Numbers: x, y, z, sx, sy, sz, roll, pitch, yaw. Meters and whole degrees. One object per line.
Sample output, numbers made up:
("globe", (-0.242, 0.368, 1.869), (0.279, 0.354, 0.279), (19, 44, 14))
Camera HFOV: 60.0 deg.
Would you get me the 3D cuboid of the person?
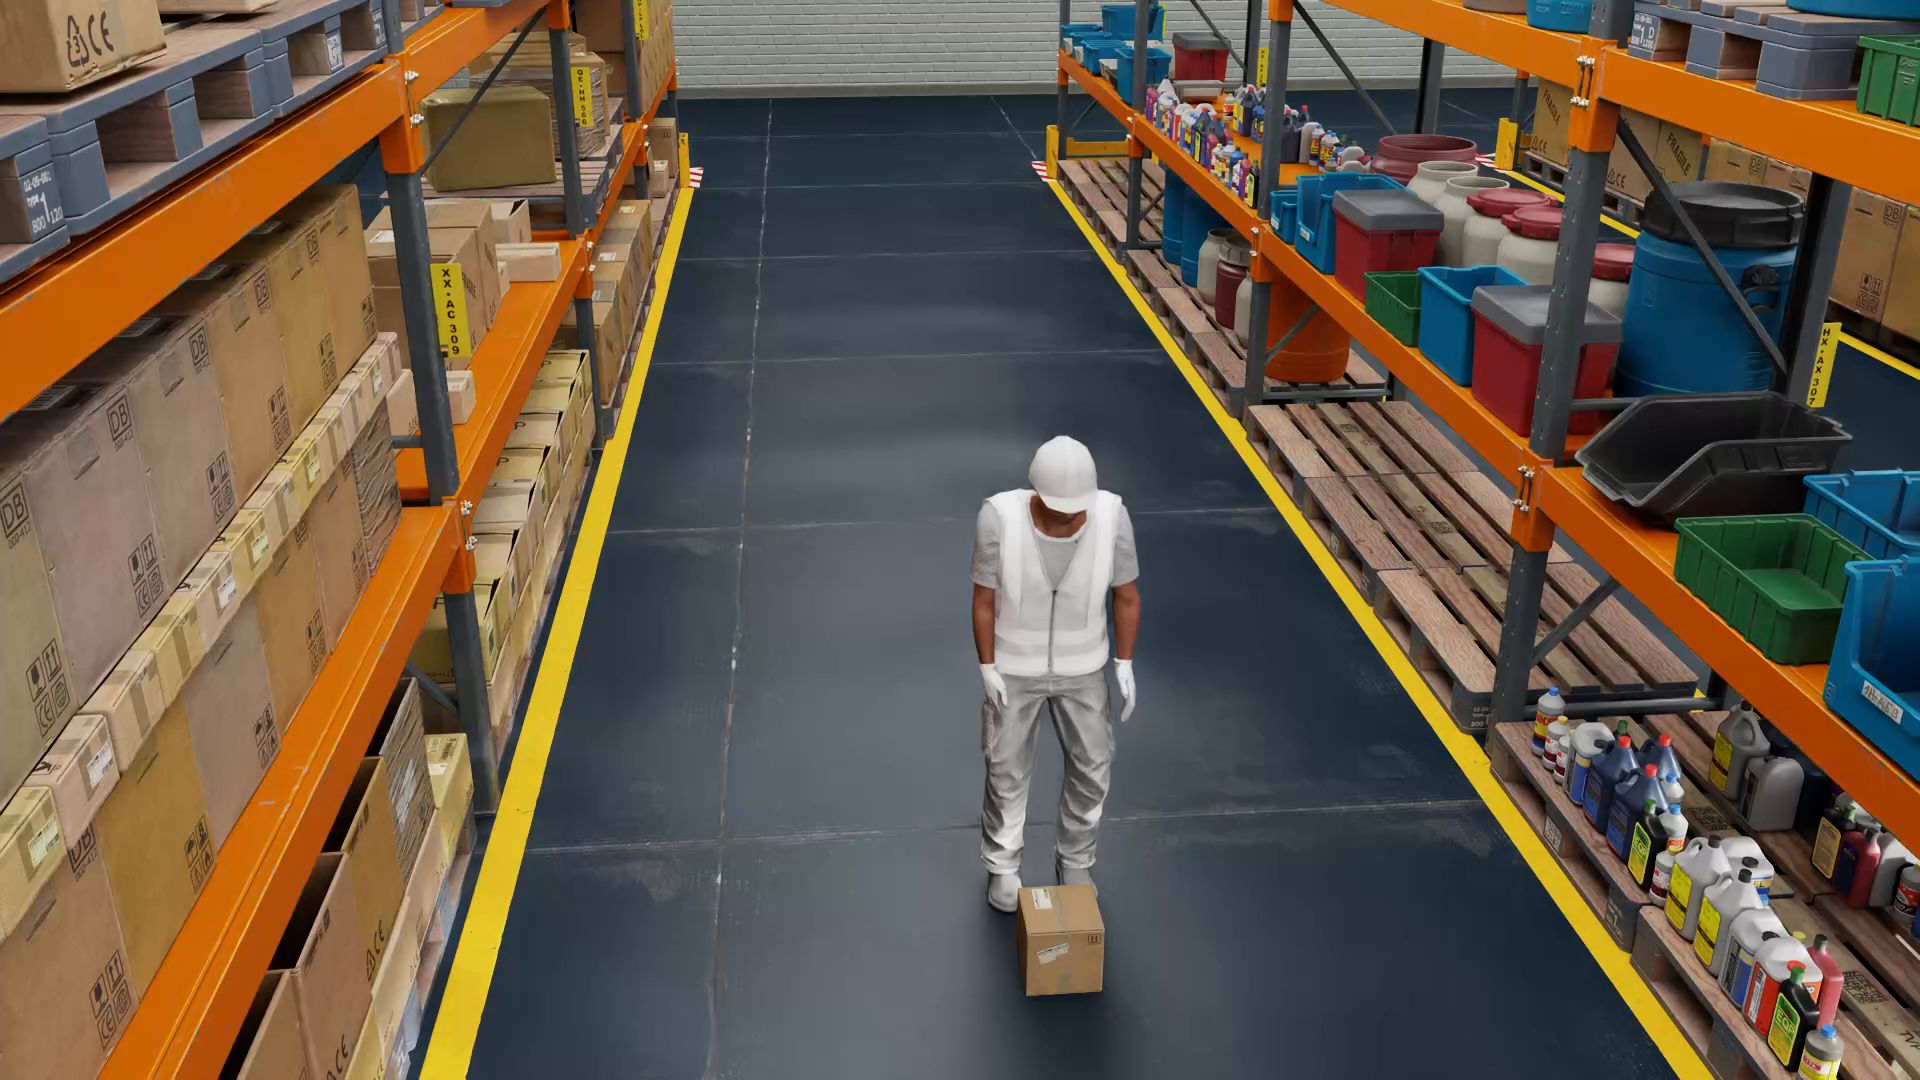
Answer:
("person", (0.319, 0.443, 5.612), (0.569, 1.741, 0.442), (-2, 24, -4))
